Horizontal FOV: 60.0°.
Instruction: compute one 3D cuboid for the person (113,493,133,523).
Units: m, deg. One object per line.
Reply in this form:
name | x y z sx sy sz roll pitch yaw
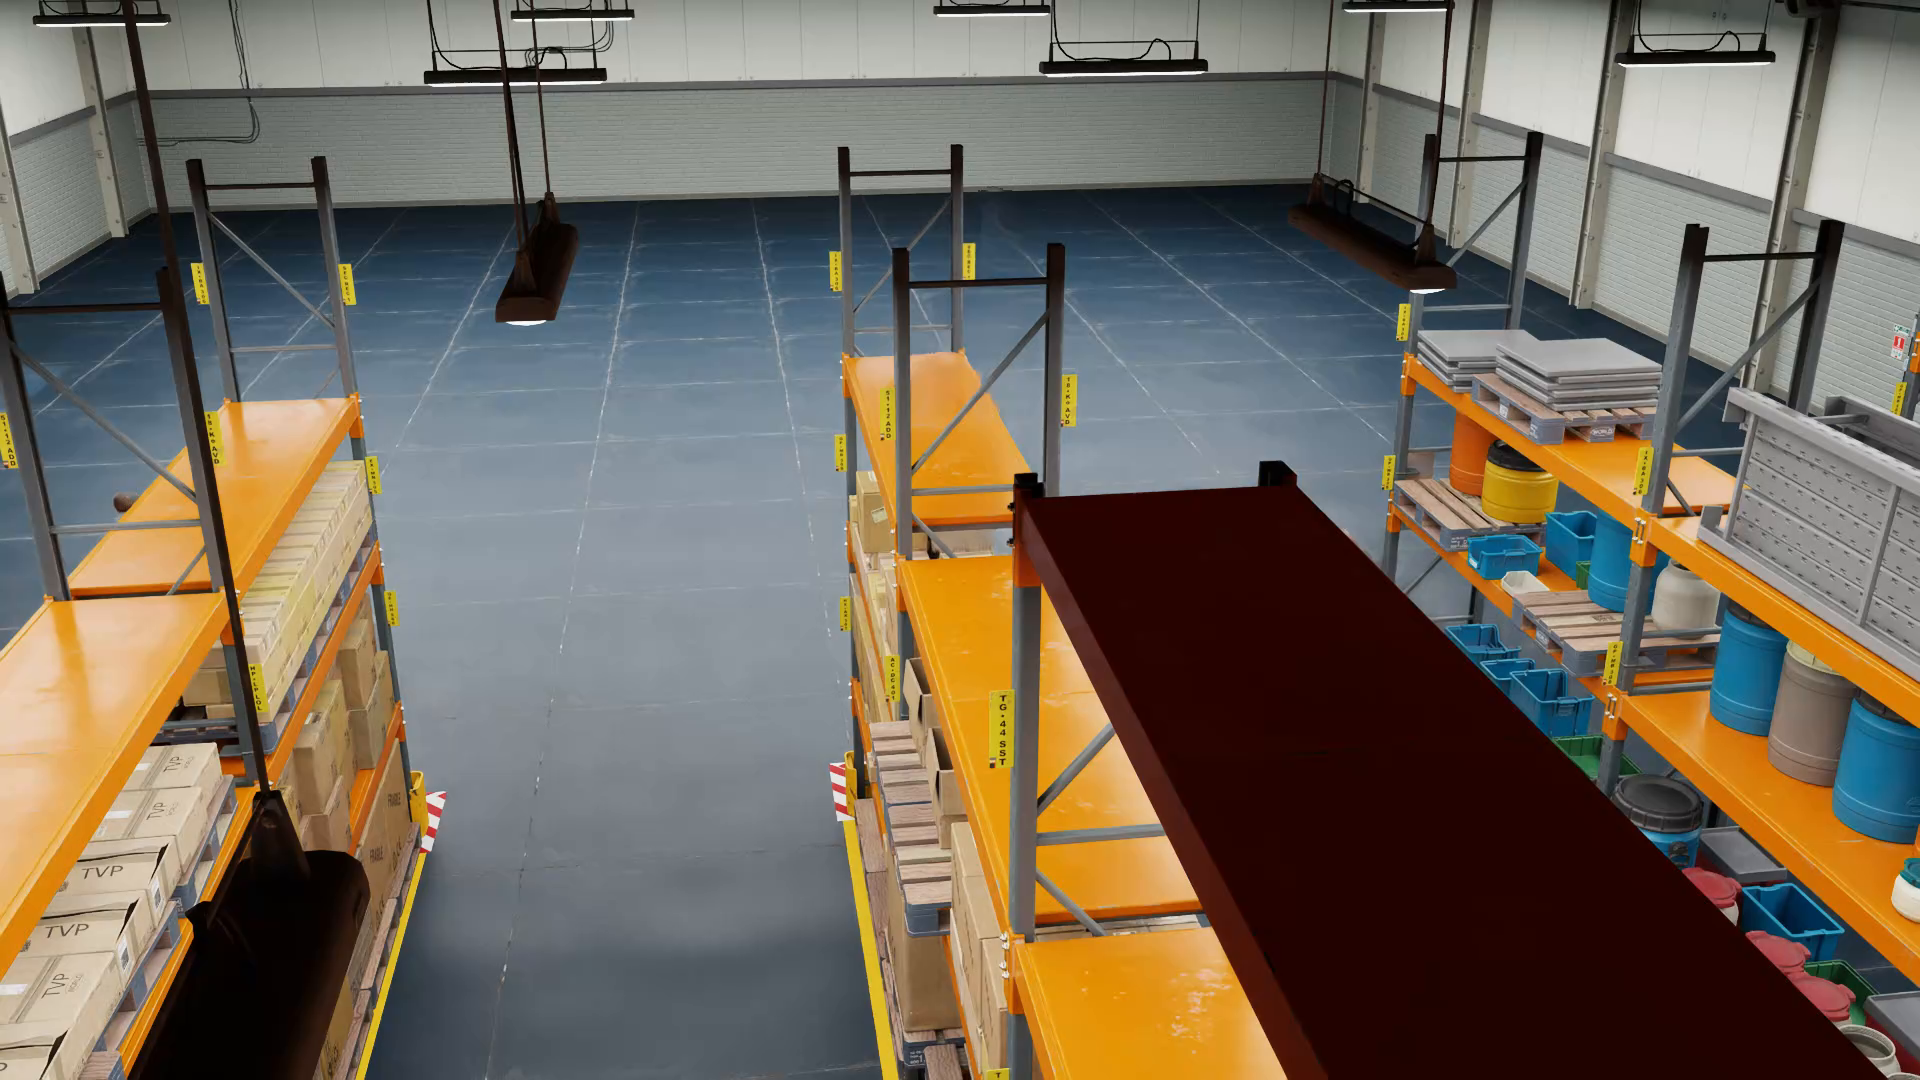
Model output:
person | -9.325 0.241 18.931 0.868 1.574 0.566 12 25 28
